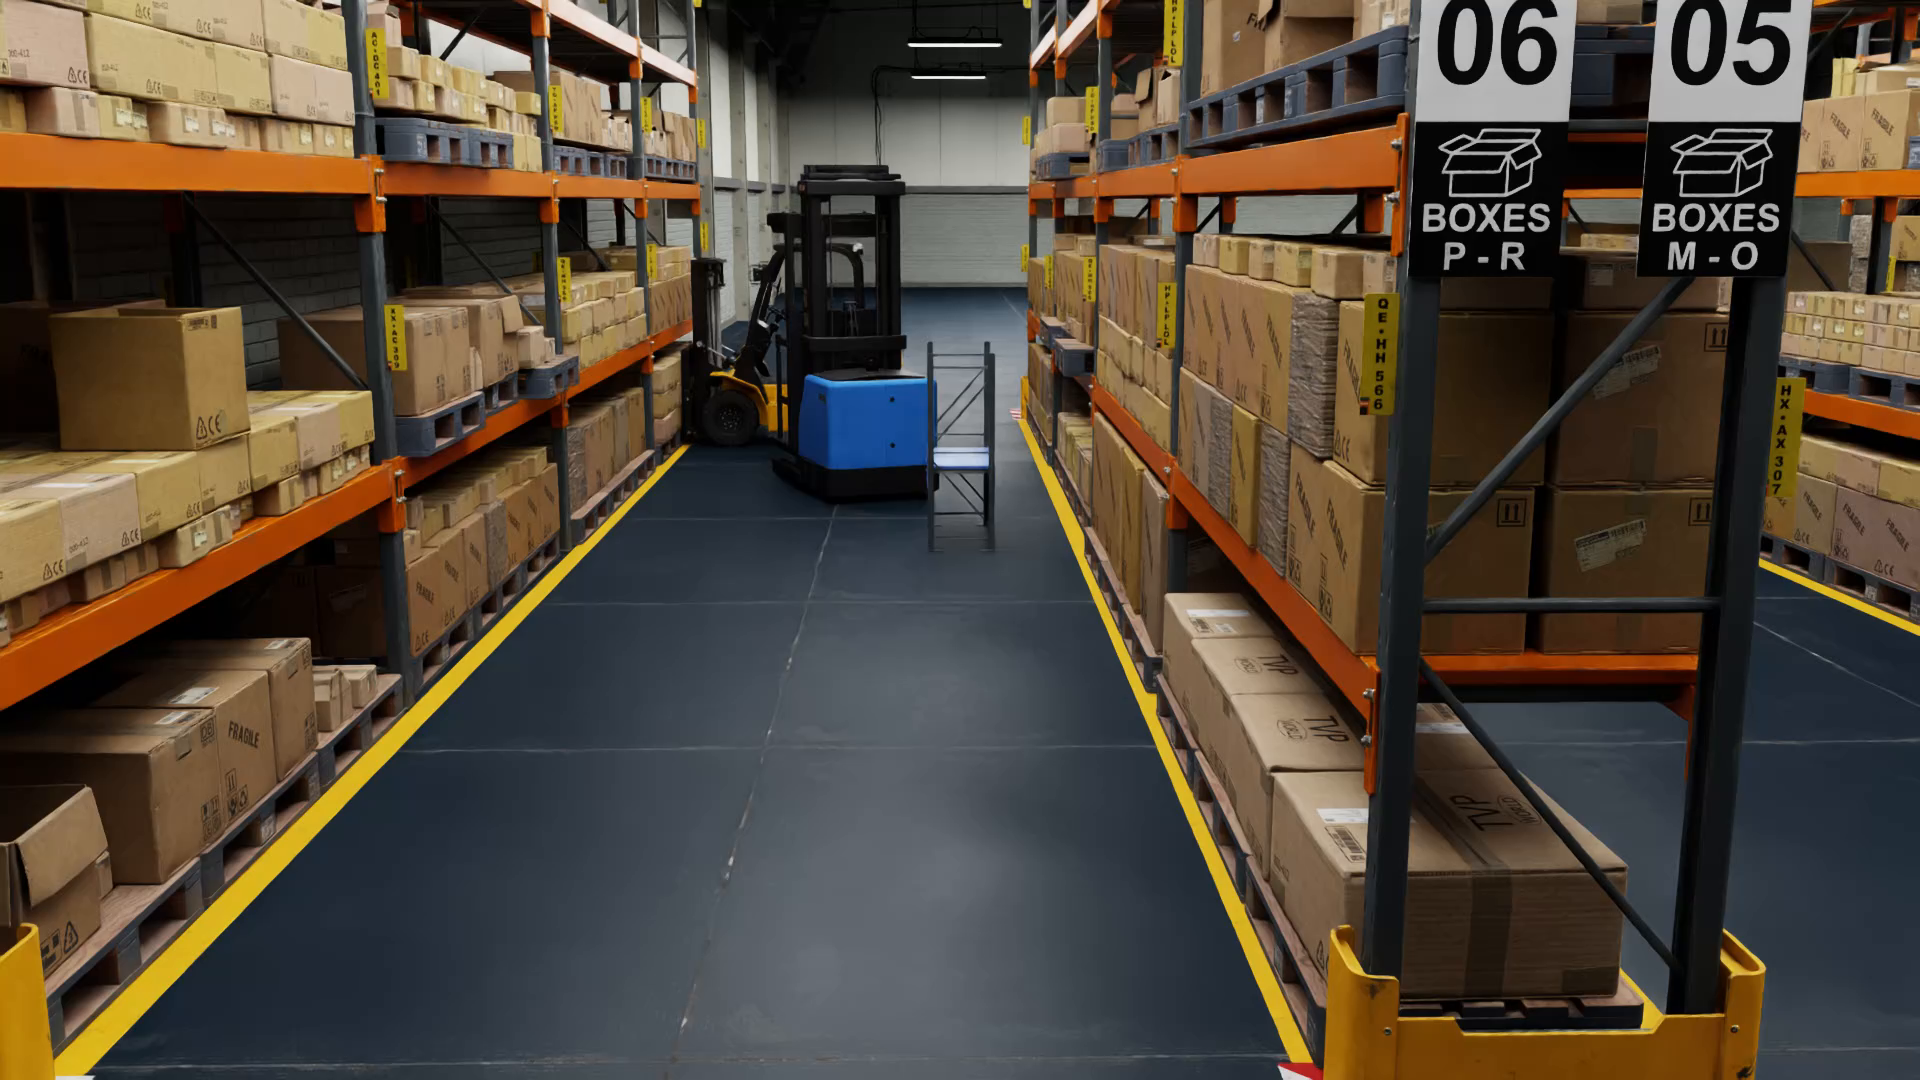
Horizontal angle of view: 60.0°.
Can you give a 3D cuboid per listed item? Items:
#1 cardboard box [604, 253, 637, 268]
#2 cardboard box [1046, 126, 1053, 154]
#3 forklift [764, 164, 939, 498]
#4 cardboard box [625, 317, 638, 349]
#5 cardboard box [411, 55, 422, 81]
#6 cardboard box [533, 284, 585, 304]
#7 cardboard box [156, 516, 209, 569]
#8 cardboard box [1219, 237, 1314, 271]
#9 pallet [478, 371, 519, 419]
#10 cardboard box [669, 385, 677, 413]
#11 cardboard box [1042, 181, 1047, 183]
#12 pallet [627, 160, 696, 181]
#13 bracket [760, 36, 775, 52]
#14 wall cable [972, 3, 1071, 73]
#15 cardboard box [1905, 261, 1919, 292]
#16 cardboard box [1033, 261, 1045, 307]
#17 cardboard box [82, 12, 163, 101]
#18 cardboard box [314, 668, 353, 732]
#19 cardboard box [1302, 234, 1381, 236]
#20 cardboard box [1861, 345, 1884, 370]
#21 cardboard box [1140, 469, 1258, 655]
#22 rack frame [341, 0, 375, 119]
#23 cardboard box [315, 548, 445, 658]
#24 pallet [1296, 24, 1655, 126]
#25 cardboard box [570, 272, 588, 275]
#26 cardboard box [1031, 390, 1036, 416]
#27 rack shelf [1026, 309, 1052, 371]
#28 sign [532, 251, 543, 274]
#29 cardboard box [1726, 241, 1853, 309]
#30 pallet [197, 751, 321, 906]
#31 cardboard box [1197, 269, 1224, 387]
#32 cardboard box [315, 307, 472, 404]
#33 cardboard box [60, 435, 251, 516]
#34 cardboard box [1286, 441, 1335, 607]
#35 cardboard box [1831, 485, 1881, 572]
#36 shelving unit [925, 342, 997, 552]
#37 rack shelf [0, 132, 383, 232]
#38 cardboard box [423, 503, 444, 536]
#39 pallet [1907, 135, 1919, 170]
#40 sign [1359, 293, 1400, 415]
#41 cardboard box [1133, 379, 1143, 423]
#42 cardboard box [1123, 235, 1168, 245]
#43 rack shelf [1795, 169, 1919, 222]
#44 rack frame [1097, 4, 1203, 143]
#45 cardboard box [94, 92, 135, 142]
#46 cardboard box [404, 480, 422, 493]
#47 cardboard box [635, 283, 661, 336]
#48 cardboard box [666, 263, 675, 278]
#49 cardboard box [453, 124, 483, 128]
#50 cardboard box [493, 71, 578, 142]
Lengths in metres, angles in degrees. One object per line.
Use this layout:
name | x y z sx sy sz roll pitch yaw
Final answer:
cardboard box | -3.364 -2.806 16.712 0.380 0.149 0.250 0 11 0
cardboard box | 1.044 -3.582 14.946 0.500 0.250 0.500 0 11 -2
forklift | -1.183 -2.056 15.819 1.130 2.935 3.031 -4 12 -20
cardboard box | -3.253 -1.904 15.278 0.500 0.250 0.500 0 11 -1
cardboard box | -3.020 -2.448 8.612 0.380 0.149 0.250 0 11 0
cardboard box | -3.226 -1.969 13.337 0.380 0.149 0.250 0 11 -1
cardboard box | -3.002 0.009 6.102 0.380 0.149 0.250 -1 11 -3
cardboard box | 1.347 -1.249 7.276 0.380 0.149 0.250 0 11 -2
pallet | -3.413 -0.901 10.438 1.003 0.211 1.213 0 11 -1
cardboard box | -3.255 -1.478 17.400 0.500 0.250 0.500 0 11 -1
cardboard box | 1.098 -3.964 18.139 0.380 0.149 0.250 -1 11 -3
pallet | -3.635 -4.258 19.181 1.003 0.211 1.213 0 11 -1
bracket | -4.589 -11.711 39.100 0.076 0.066 4.783 0 11 -1
wall cable | 1.930 -15.531 50.646 3.097 2.526 0.112 0 11 -1
cardboard box | 11.328 -2.921 18.911 0.875 0.500 0.500 0 11 -1
cardboard box | 1.097 -2.888 18.752 0.500 0.500 0.500 0 11 -2
cardboard box | -3.058 -1.626 5.613 0.500 0.250 0.500 -1 11 -3
cardboard box | -3.063 0.728 7.746 0.396 0.266 0.258 0 11 1
cardboard box | 1.809 -1.352 7.780 0.380 0.149 0.250 0 11 0
cardboard box | 6.285 -1.223 11.116 0.380 0.149 0.250 0 11 1
cardboard box | 1.494 0.105 9.285 0.875 0.875 0.875 0 11 1
rack frame | -3.375 -3.527 7.809 1.000 3.000 0.127 0 11 -1
cardboard box | -3.160 0.336 9.091 0.500 0.500 0.500 0 11 1
pallet | 1.644 -1.386 5.028 1.003 0.211 1.213 0 11 -1
cardboard box | -3.748 -2.473 15.821 0.380 0.149 0.250 0 11 -2
cardboard box | 1.082 -1.588 19.203 0.500 0.250 0.500 0 11 1
rack shelf | 1.380 -2.243 18.379 1.077 0.370 4.000 0 11 -1
sign | -4.096 -2.637 16.137 0.100 0.325 0.005 0 11 -1
cardboard box | 6.452 -2.071 12.959 0.700 0.500 0.500 0 11 -1
pallet | -3.334 1.160 6.811 1.003 0.211 1.213 0 11 -1
cardboard box | 1.359 -0.951 7.434 0.500 0.500 0.500 0 11 -2
cardboard box | -3.173 -1.041 9.340 0.700 0.500 0.500 0 11 -1
cardboard box | -3.089 -0.257 6.413 0.500 0.250 0.500 -1 11 -3
cardboard box | 1.400 -0.056 5.540 0.500 0.500 0.500 0 11 -2
cardboard box | 6.240 -0.080 11.141 0.500 0.500 0.500 -1 11 -3
shelving unit | -0.002 -0.752 12.994 0.538 1.500 1.048 0 11 -1
rack shelf | -3.334 -1.306 6.219 1.077 0.370 4.000 0 11 -1
cardboard box | -3.236 -0.118 9.694 0.380 0.149 0.250 0 11 -2
pallet | 6.603 -2.355 10.052 1.213 0.211 1.003 0 11 -1
sign | 1.127 -0.497 4.454 0.100 0.325 0.005 0 11 -1
cardboard box | 1.325 -0.824 9.953 0.500 0.250 0.500 -1 11 -3
cardboard box | 1.684 -2.689 15.080 0.380 0.149 0.250 -1 11 -3
rack shelf | 6.493 -2.163 10.442 1.077 0.370 4.000 0 11 -1
rack frame | 1.504 -4.343 11.832 1.000 3.000 0.127 0 11 -1
cardboard box | -3.002 -1.408 5.541 0.380 0.149 0.250 0 11 -1
cardboard box | -3.679 -0.318 10.684 0.380 0.149 0.250 0 11 -1
cardboard box | -3.289 -2.315 16.674 0.500 0.500 0.500 -1 11 -3
cardboard box | -3.296 -2.915 18.003 0.380 0.149 0.250 0 11 -2
cardboard box | -3.210 -2.648 10.398 0.380 0.149 0.250 0 11 1
cardboard box | -3.229 -3.300 12.680 0.500 0.500 0.500 0 11 -1
